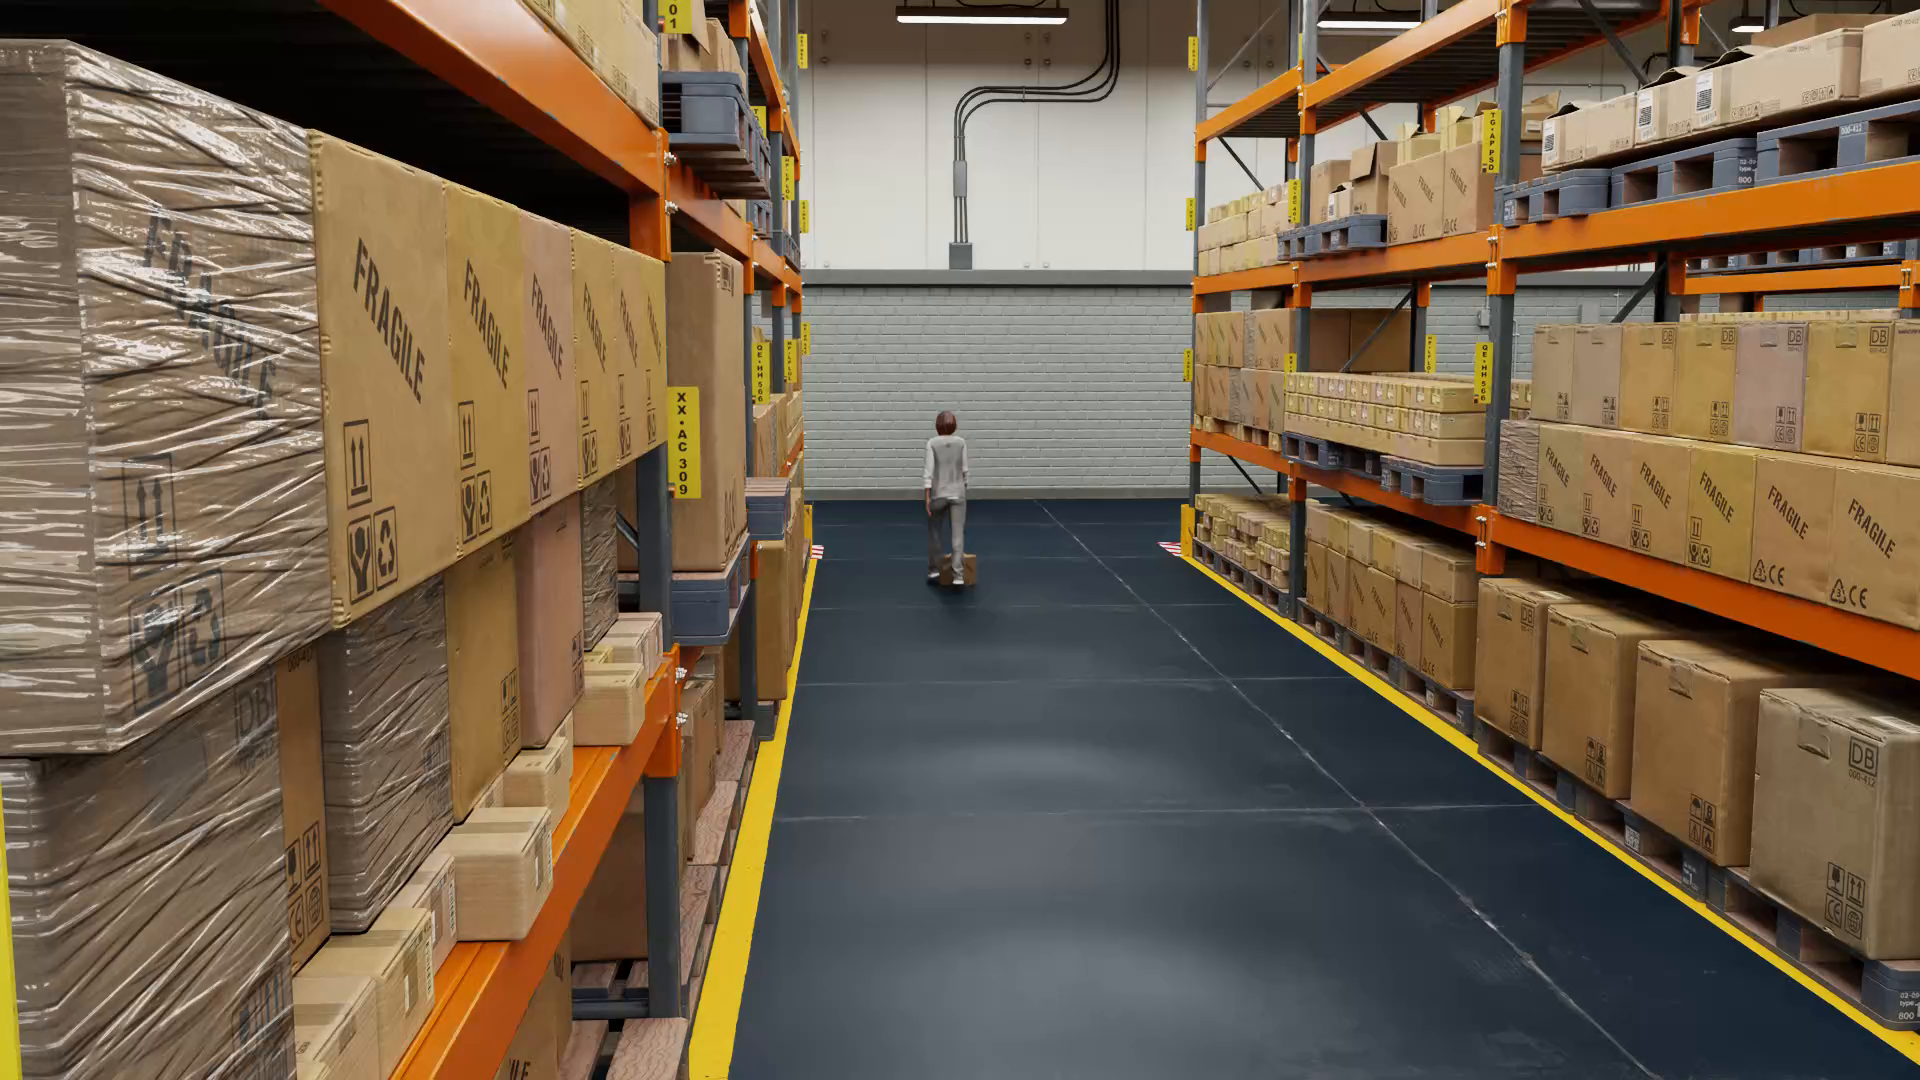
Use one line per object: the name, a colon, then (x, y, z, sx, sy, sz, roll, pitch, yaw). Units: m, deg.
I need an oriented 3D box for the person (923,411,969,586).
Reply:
person: (-0.125, -0.374, 14.826, 0.431, 1.523, 0.984, -1, 7, -7)
